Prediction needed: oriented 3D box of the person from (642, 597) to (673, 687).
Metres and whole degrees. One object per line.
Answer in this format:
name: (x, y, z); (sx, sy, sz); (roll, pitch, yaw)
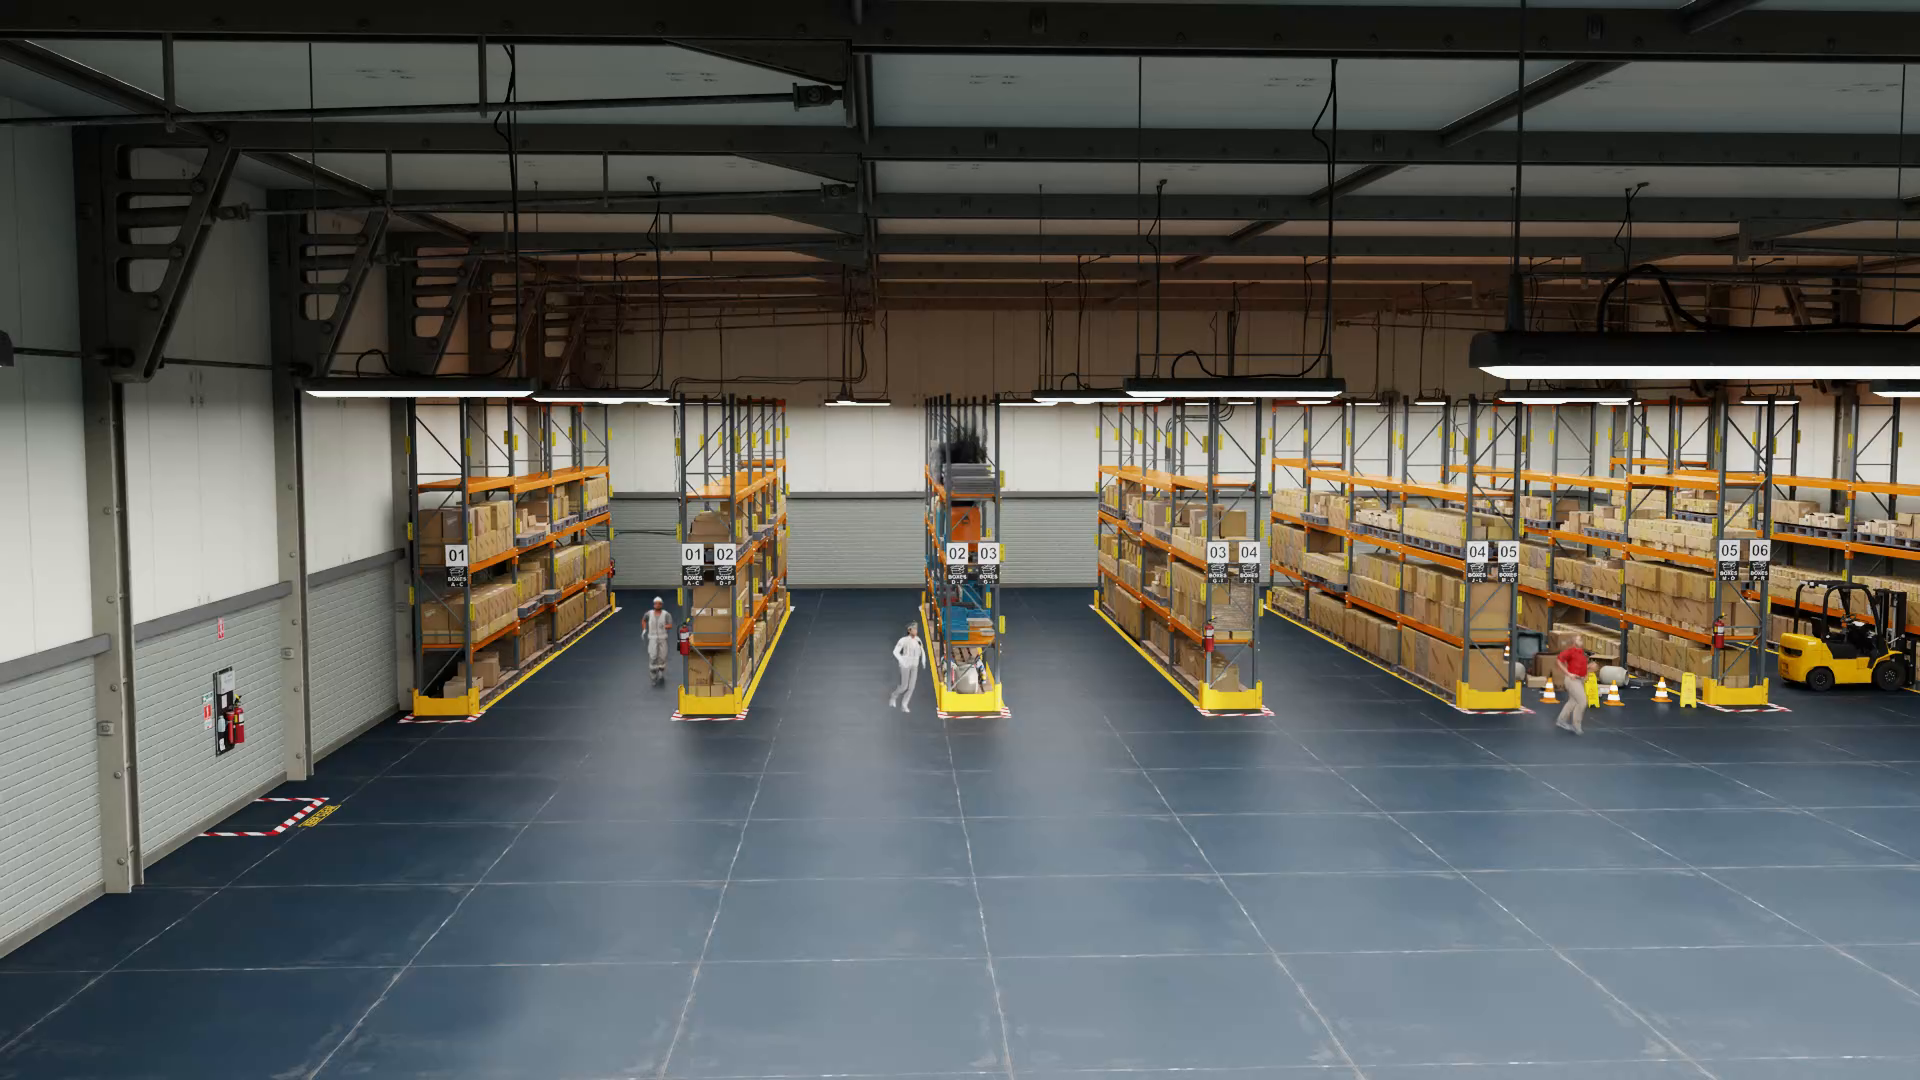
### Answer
person: (-6.278, 2.103, 34.513); (0.643, 1.846, 0.774); (-1, 5, -12)

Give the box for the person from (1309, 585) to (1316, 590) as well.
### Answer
person: (10.309, 1.013, 48.812); (0.714, 1.751, 0.699); (-4, 6, -43)

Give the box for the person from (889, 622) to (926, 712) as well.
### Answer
person: (-0.929, 2.345, 31.021); (0.667, 1.641, 0.610); (-3, 5, -32)

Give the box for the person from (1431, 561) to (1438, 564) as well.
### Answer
person: (14.193, 1.009, 49.450); (0.849, 1.622, 0.676); (2, 5, 21)

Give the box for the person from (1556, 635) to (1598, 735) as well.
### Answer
person: (10.889, 2.569, 29.386); (0.706, 1.792, 0.652); (4, 6, 39)
